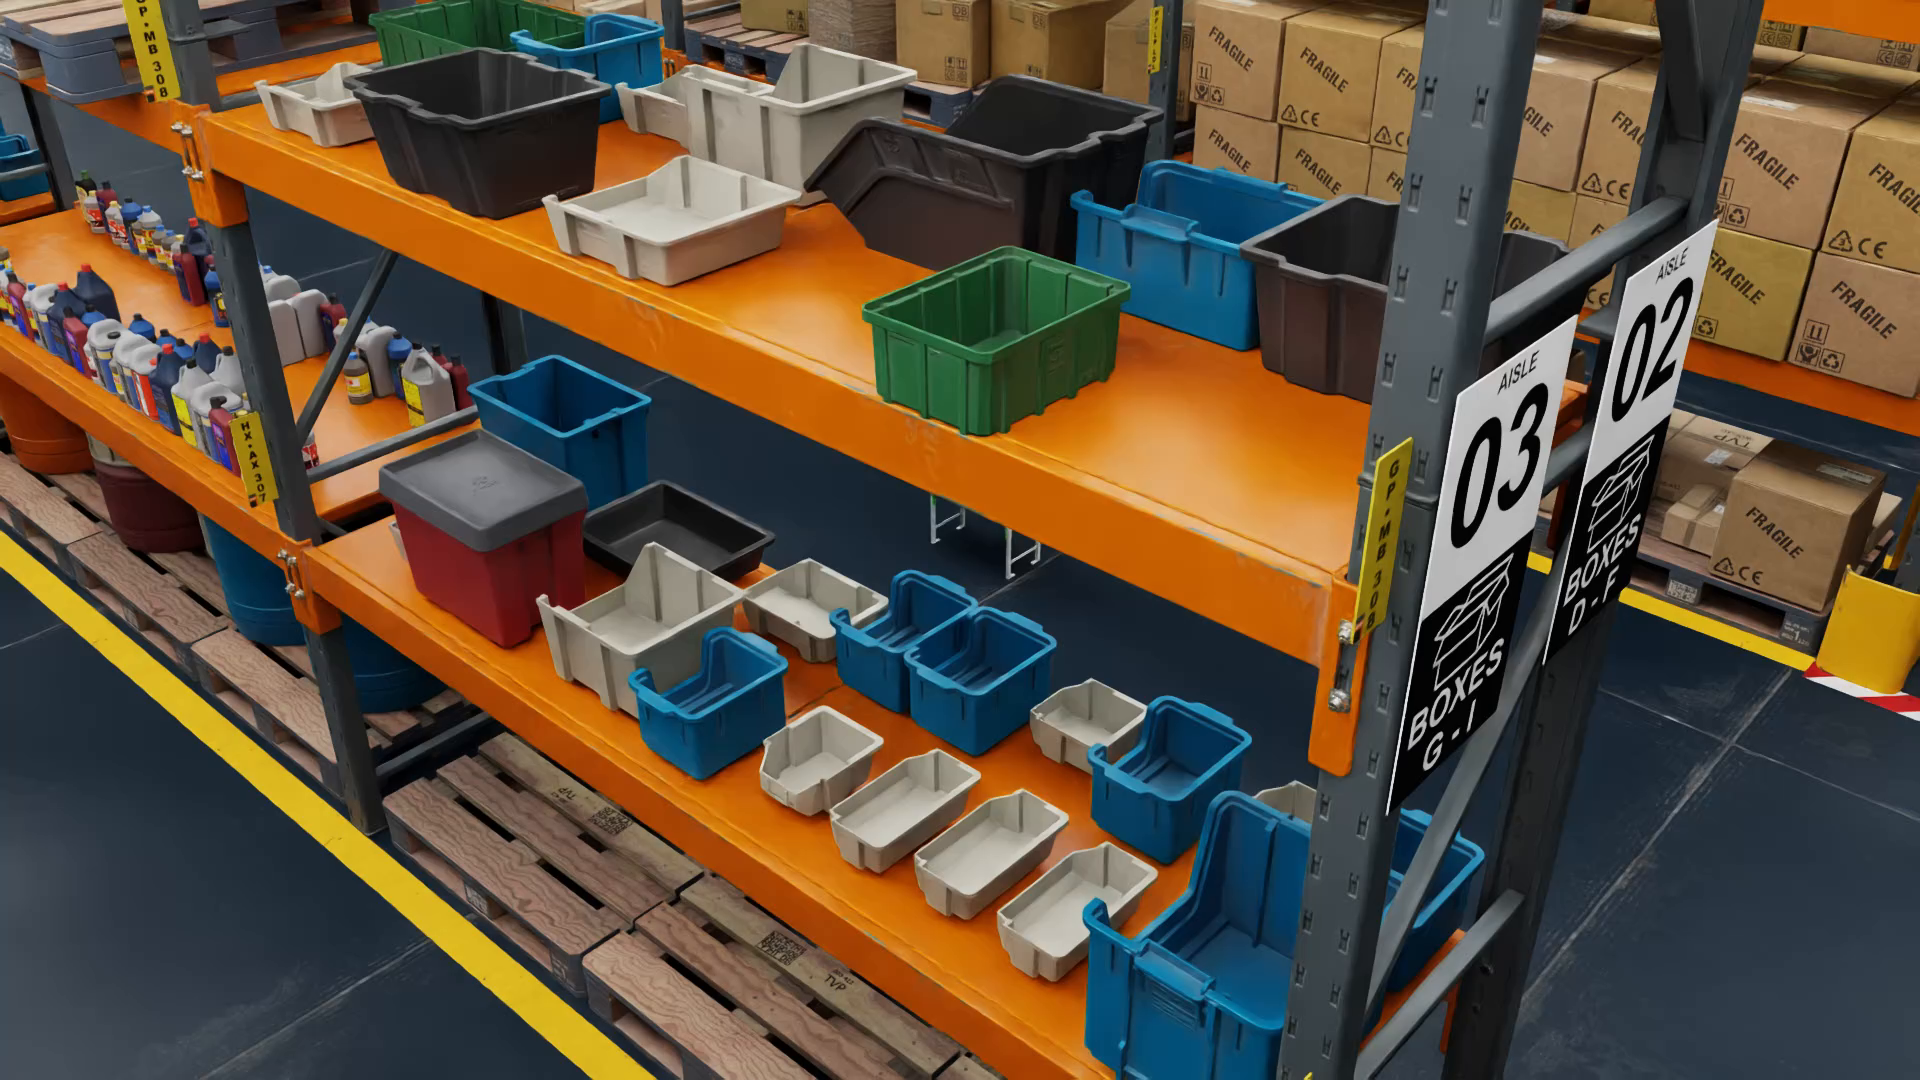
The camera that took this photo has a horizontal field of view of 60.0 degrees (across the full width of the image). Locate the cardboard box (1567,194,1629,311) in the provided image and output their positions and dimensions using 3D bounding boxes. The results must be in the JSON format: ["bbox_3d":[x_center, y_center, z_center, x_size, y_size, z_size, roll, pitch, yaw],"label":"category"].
[{"bbox_3d":[3.056,-1.310,7.421,0.500,0.500,0.500,25,39,35],"label":"cardboard box"}]

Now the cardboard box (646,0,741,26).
[{"bbox_3d":[-1.848,-3.737,11.635,0.500,0.311,0.500,-27,40,-37],"label":"cardboard box"}]

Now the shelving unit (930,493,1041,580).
[{"bbox_3d":[0.123,-0.457,7.845,0.503,1.200,0.258,25,39,35],"label":"shelving unit"}]

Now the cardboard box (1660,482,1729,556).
[{"bbox_3d":[3.515,-0.107,7.840,0.250,0.166,0.380,25,39,35],"label":"cardboard box"}]

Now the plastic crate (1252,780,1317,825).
[{"bbox_3d":[0.853,0.762,4.273,0.298,0.136,0.250,25,39,35],"label":"plastic crate"}]

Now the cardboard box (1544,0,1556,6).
[{"bbox_3d":[4.239,-4.053,12.299,0.250,0.149,0.380,25,39,36],"label":"cardboard box"}]

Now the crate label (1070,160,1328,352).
[{"bbox_3d":[0.530,-0.635,3.632,0.502,0.251,0.408,25,39,35],"label":"crate label"}]

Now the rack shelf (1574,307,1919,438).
[{"bbox_3d":[2.841,-1.248,8.112,4.000,0.370,1.077,25,39,35],"label":"rack shelf"}]

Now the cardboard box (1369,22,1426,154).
[{"bbox_3d":[2.282,-2.092,7.750,0.500,0.500,0.500,24,38,34],"label":"cardboard box"}]

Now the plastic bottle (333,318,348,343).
[{"bbox_3d":[-2.539,-0.821,6.897,0.097,0.201,0.097,0,31,0],"label":"plastic bottle"}]

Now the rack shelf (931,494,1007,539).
[{"bbox_3d":[0.123,-0.196,8.002,0.480,0.148,0.258,25,39,35],"label":"rack shelf"}]

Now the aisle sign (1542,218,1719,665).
[{"bbox_3d":[1.250,-0.173,3.109,0.004,0.787,0.394,25,39,35],"label":"aisle sign"}]

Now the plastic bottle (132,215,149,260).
[{"bbox_3d":[-3.887,-1.450,7.942,0.097,0.201,0.097,0,31,0],"label":"plastic bottle"}]

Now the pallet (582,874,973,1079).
[{"bbox_3d":[-0.489,1.501,5.551,1.213,0.211,1.003,25,39,35],"label":"pallet"}]

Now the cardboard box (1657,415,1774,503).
[{"bbox_3d":[3.740,-0.344,8.152,0.500,0.250,0.500,25,39,35],"label":"cardboard box"}]

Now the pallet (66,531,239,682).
[{"bbox_3d":[-3.421,0.134,7.822,1.213,0.211,1.003,25,39,35],"label":"pallet"}]

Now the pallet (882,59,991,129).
[{"bbox_3d":[-0.163,-2.879,10.310,1.213,0.211,1.003,25,39,35],"label":"pallet"}]

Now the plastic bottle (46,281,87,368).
[{"bbox_3d":[-3.686,-0.908,6.898,0.185,0.351,0.144,25,39,35],"label":"plastic bottle"}]

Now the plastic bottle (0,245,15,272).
[{"bbox_3d":[-4.417,-1.275,7.652,0.097,0.201,0.097,0,31,0],"label":"plastic bottle"}]

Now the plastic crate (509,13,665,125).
[{"bbox_3d":[-1.079,-1.376,4.881,0.300,0.233,0.416,25,39,35],"label":"plastic crate"}]

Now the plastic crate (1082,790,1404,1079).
[{"bbox_3d":[0.624,0.944,3.681,0.499,0.435,0.616,25,39,35],"label":"plastic crate"}]

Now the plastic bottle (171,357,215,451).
[{"bbox_3d":[-2.870,-0.527,6.265,0.185,0.351,0.144,25,39,35],"label":"plastic bottle"}]

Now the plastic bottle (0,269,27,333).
[{"bbox_3d":[-4.078,-1.041,7.195,0.097,0.271,0.097,0,31,0],"label":"plastic bottle"}]

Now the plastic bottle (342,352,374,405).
[{"bbox_3d":[-2.397,-0.648,6.611,0.097,0.201,0.097,0,31,0],"label":"plastic bottle"}]

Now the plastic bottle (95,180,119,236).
[{"bbox_3d":[-4.177,-1.633,8.167,0.133,0.283,0.061,25,39,35],"label":"plastic bottle"}]

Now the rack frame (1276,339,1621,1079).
[{"bbox_3d":[0.997,1.029,3.632,0.127,3.000,1.000,25,39,35],"label":"rack frame"}]

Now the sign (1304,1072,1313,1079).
[{"bbox_3d":[0.640,1.175,3.231,0.005,0.325,0.100,25,39,35],"label":"sign"}]

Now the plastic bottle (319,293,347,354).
[{"bbox_3d":[-2.613,-0.903,6.954,0.133,0.283,0.061,25,39,35],"label":"plastic bottle"}]

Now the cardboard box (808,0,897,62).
[{"bbox_3d":[-0.515,-3.291,10.304,0.700,0.500,0.500,-21,37,-31],"label":"cardboard box"}]

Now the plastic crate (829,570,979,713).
[{"bbox_3d":[-0.164,0.304,4.940,0.300,0.233,0.416,25,39,35],"label":"plastic crate"}]

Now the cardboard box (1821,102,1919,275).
[{"bbox_3d":[3.809,-1.384,6.574,0.500,0.500,0.500,25,39,35],"label":"cardboard box"}]

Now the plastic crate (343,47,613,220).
[{"bbox_3d":[-1.232,-1.050,4.303,0.590,0.269,0.497,25,39,35],"label":"plastic crate"}]

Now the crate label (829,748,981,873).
[{"bbox_3d":[-0.157,0.711,4.359,0.243,0.136,0.396,25,39,35],"label":"crate label"}]

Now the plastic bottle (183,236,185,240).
[{"bbox_3d":[-3.501,-1.317,7.643,0.133,0.283,0.061,25,39,35],"label":"plastic bottle"}]

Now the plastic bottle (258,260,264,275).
[{"bbox_3d":[-3.054,-1.091,7.279,0.097,0.271,0.097,0,31,0],"label":"plastic bottle"}]

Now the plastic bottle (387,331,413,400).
[{"bbox_3d":[-2.223,-0.703,6.634,0.097,0.271,0.097,0,31,0],"label":"plastic bottle"}]

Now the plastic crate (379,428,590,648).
[{"bbox_3d":[-1.475,-0.003,5.227,0.583,0.464,0.402,25,39,35],"label":"plastic crate"}]

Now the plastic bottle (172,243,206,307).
[{"bbox_3d":[-3.460,-1.198,7.445,0.133,0.283,0.061,25,39,35],"label":"plastic bottle"}]

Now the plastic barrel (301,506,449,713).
[{"bbox_3d":[-2.361,0.169,6.688,0.708,0.901,0.600,25,39,35],"label":"plastic barrel"}]

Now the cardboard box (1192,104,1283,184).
[{"bbox_3d":[1.553,-2.010,8.584,0.500,0.500,0.500,26,40,36],"label":"cardboard box"}]

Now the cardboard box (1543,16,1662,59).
[{"bbox_3d":[3.034,-2.118,7.793,0.500,0.500,0.500,25,39,35],"label":"cardboard box"}]

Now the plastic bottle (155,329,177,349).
[{"bbox_3d":[-3.152,-0.715,6.653,0.097,0.271,0.097,0,31,0],"label":"plastic bottle"}]

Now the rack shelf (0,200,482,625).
[{"bbox_3d":[-3.451,-0.739,7.267,4.000,0.370,1.077,25,39,35],"label":"rack shelf"}]

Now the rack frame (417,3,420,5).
[{"bbox_3d":[-4.573,-5.017,13.675,0.127,3.000,1.000,25,39,35],"label":"rack frame"}]

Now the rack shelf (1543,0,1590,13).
[{"bbox_3d":[3.196,-4.528,13.560,4.000,0.370,1.077,25,39,35],"label":"rack shelf"}]

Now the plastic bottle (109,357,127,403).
[{"bbox_3d":[-3.327,-0.660,6.631,0.097,0.201,0.097,0,31,0],"label":"plastic bottle"}]

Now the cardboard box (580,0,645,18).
[{"bbox_3d":[-2.460,-3.730,11.782,0.250,0.149,0.380,25,39,35],"label":"cardboard box"}]

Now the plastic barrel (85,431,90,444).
[{"bbox_3d":[-4.082,-0.530,8.226,0.421,0.512,0.421,0,31,0],"label":"plastic barrel"}]
